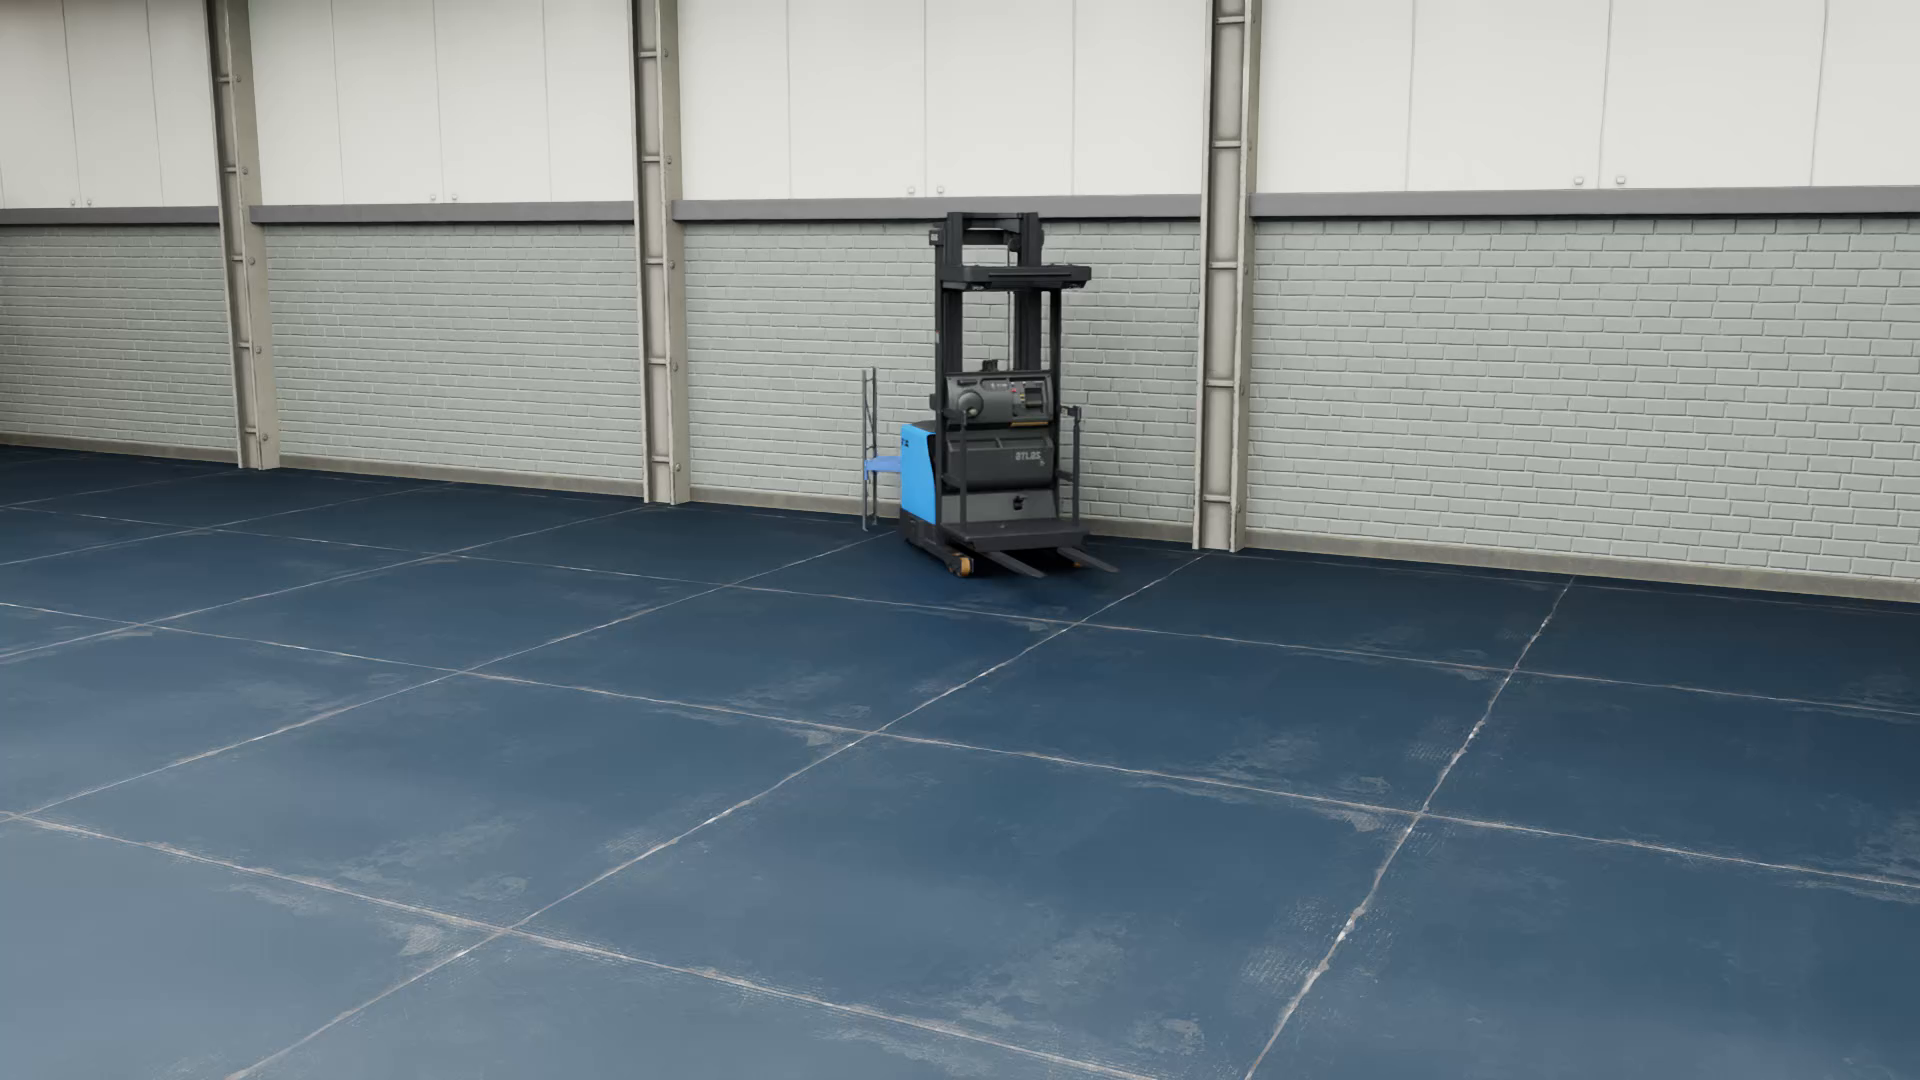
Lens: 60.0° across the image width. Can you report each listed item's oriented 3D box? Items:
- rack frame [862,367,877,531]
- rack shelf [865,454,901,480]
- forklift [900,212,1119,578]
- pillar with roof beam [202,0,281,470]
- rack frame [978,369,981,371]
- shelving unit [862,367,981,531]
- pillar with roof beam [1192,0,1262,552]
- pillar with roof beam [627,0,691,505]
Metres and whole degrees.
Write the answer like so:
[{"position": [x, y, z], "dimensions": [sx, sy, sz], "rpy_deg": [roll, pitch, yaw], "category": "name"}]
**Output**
[{"position": [-0.857, -0.870, 15.774], "dimensions": [0.032, 1.500, 0.500], "rpy_deg": [2, 10, 9], "category": "rack frame"}, {"position": [-0.357, -0.675, 15.722], "dimensions": [1.000, 0.185, 0.538], "rpy_deg": [2, 10, 9], "category": "rack shelf"}, {"position": [0.407, -1.221, 13.746], "dimensions": [1.130, 2.935, 3.031], "rpy_deg": [-3, 11, -19], "category": "forklift"}, {"position": [-10.354, -4.619, 15.482], "dimensions": [0.400, 9.000, 9.100], "rpy_deg": [5, 11, 26], "category": "pillar with roof beam"}, {"position": [0.146, -0.836, 15.611], "dimensions": [0.032, 1.500, 0.500], "rpy_deg": [2, 10, 9], "category": "rack frame"}, {"position": [-0.356, -0.853, 15.692], "dimensions": [1.048, 1.500, 0.538], "rpy_deg": [2, 10, 9], "category": "shelving unit"}, {"position": [0.407, -3.673, 10.257], "dimensions": [0.400, 9.000, 9.100], "rpy_deg": [5, 11, 26], "category": "pillar with roof beam"}, {"position": [-4.974, -4.146, 12.869], "dimensions": [0.400, 9.000, 9.100], "rpy_deg": [5, 11, 26], "category": "pillar with roof beam"}]
